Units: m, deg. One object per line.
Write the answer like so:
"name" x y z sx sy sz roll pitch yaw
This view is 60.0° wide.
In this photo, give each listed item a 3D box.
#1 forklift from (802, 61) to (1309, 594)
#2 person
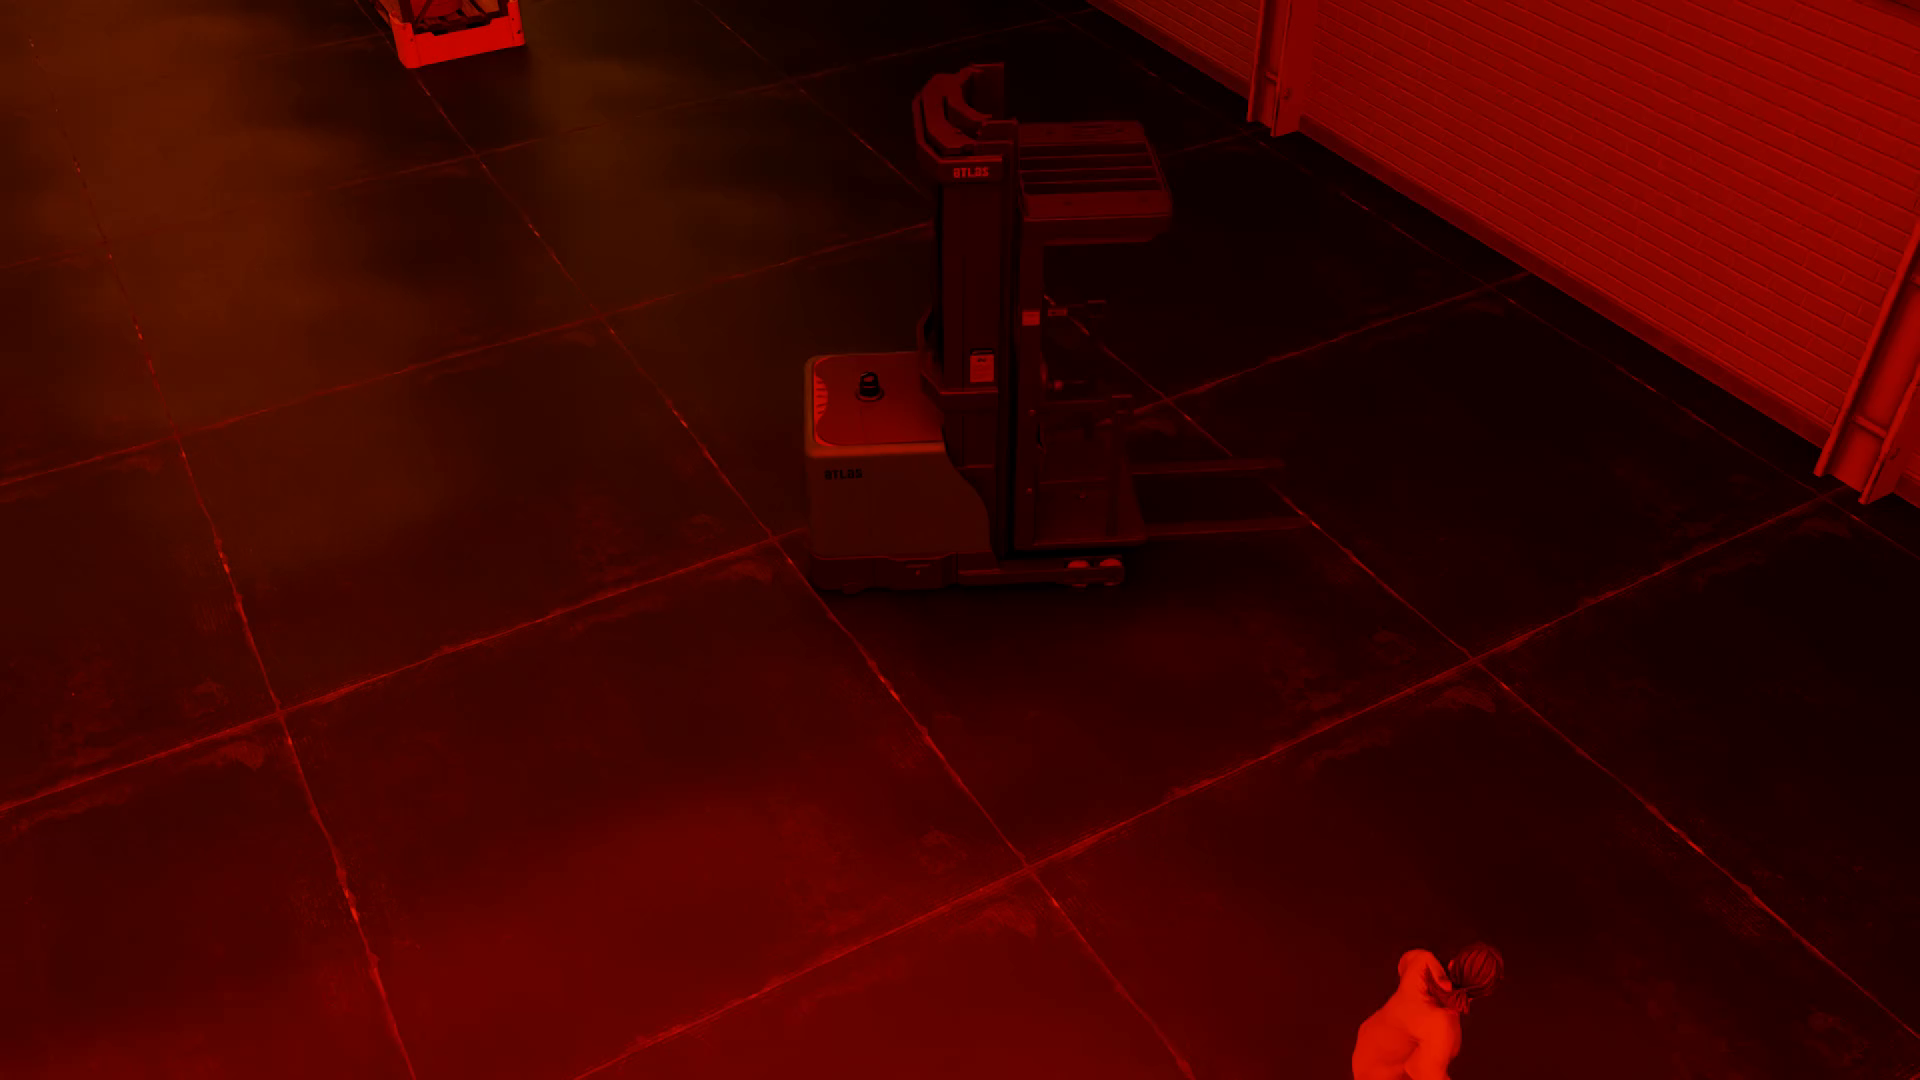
"forklift" 0.587 -1.180 9.459 3.031 2.935 1.130 -3 40 -3
"person" 1.756 2.119 6.609 0.526 1.504 0.847 12 41 14
